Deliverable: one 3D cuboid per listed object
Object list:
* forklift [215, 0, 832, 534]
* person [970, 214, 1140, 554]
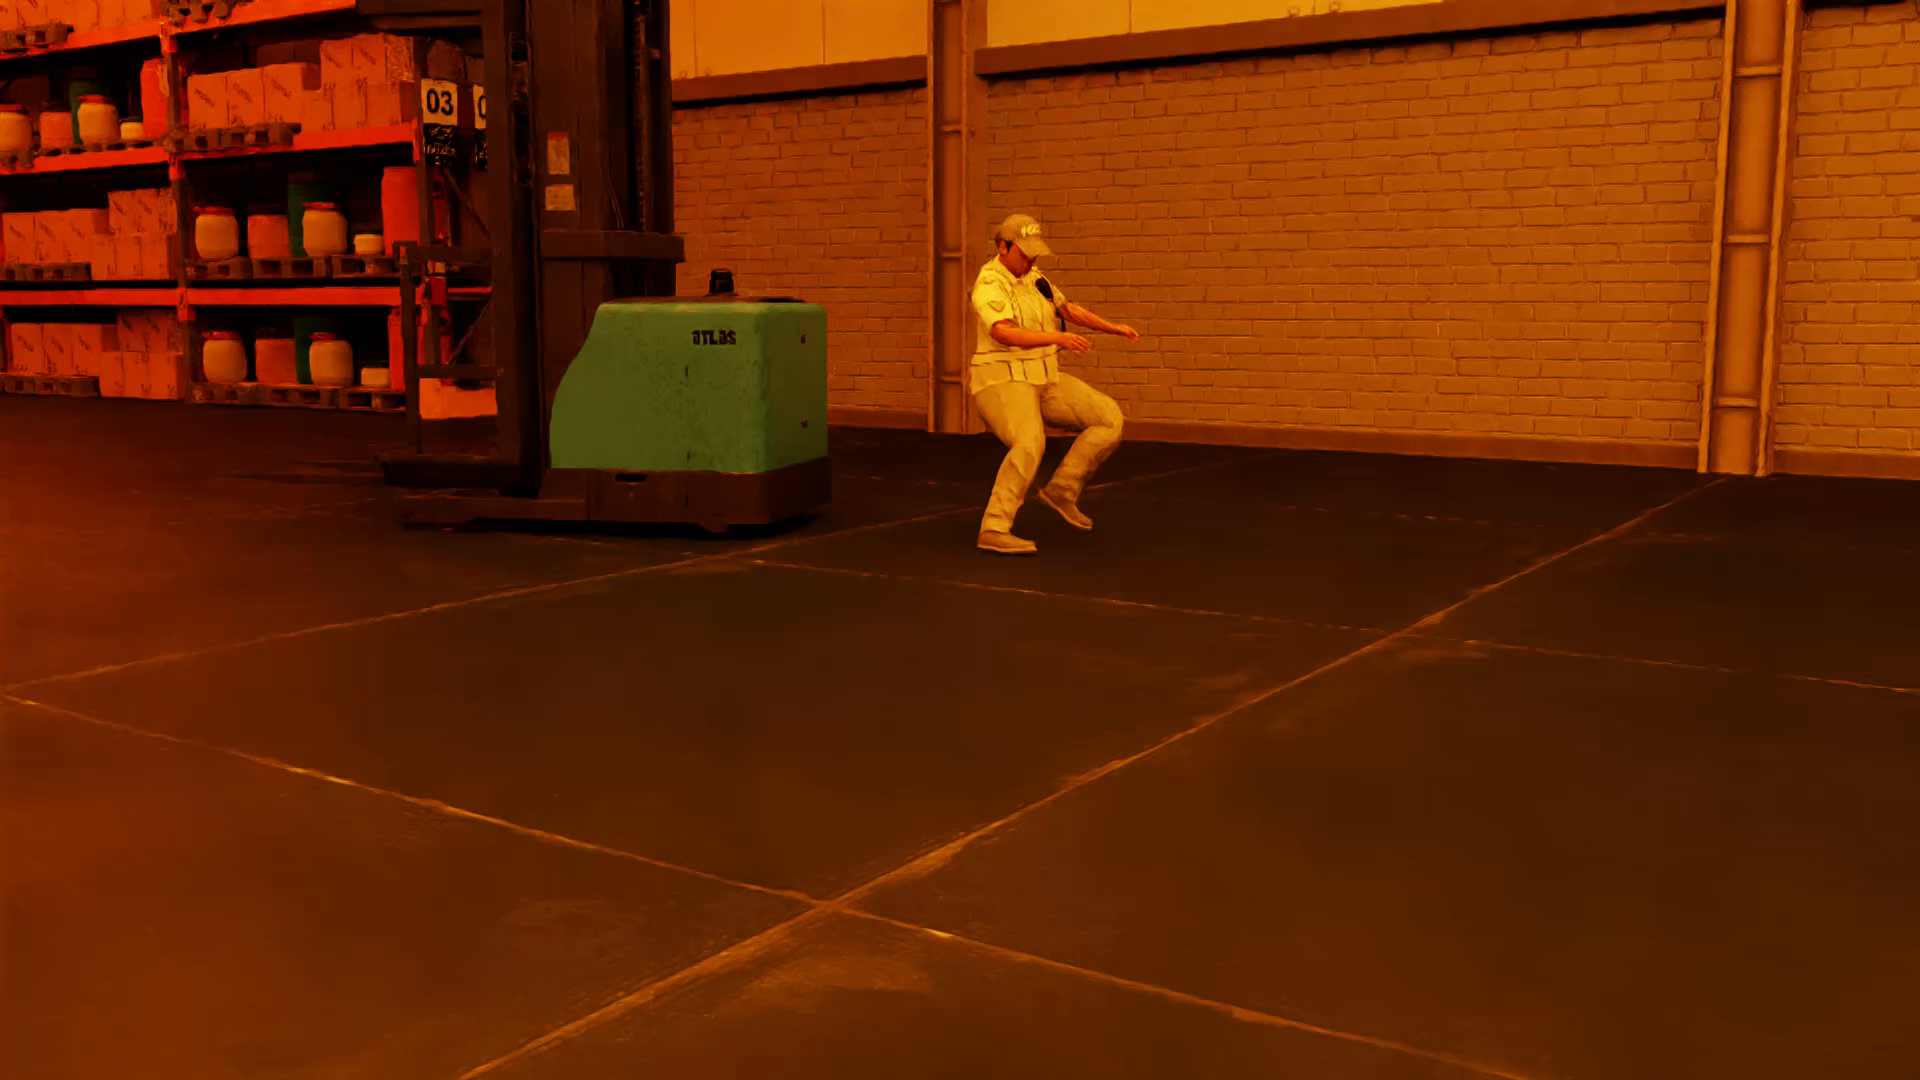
[{"bbox_3d":[-2.228,-1.566,8.203,3.031,2.935,1.130,2,8,14],"label":"forklift"},{"bbox_3d":[0.383,-0.720,7.450,0.746,1.459,0.904,7,10,39],"label":"person"}]
